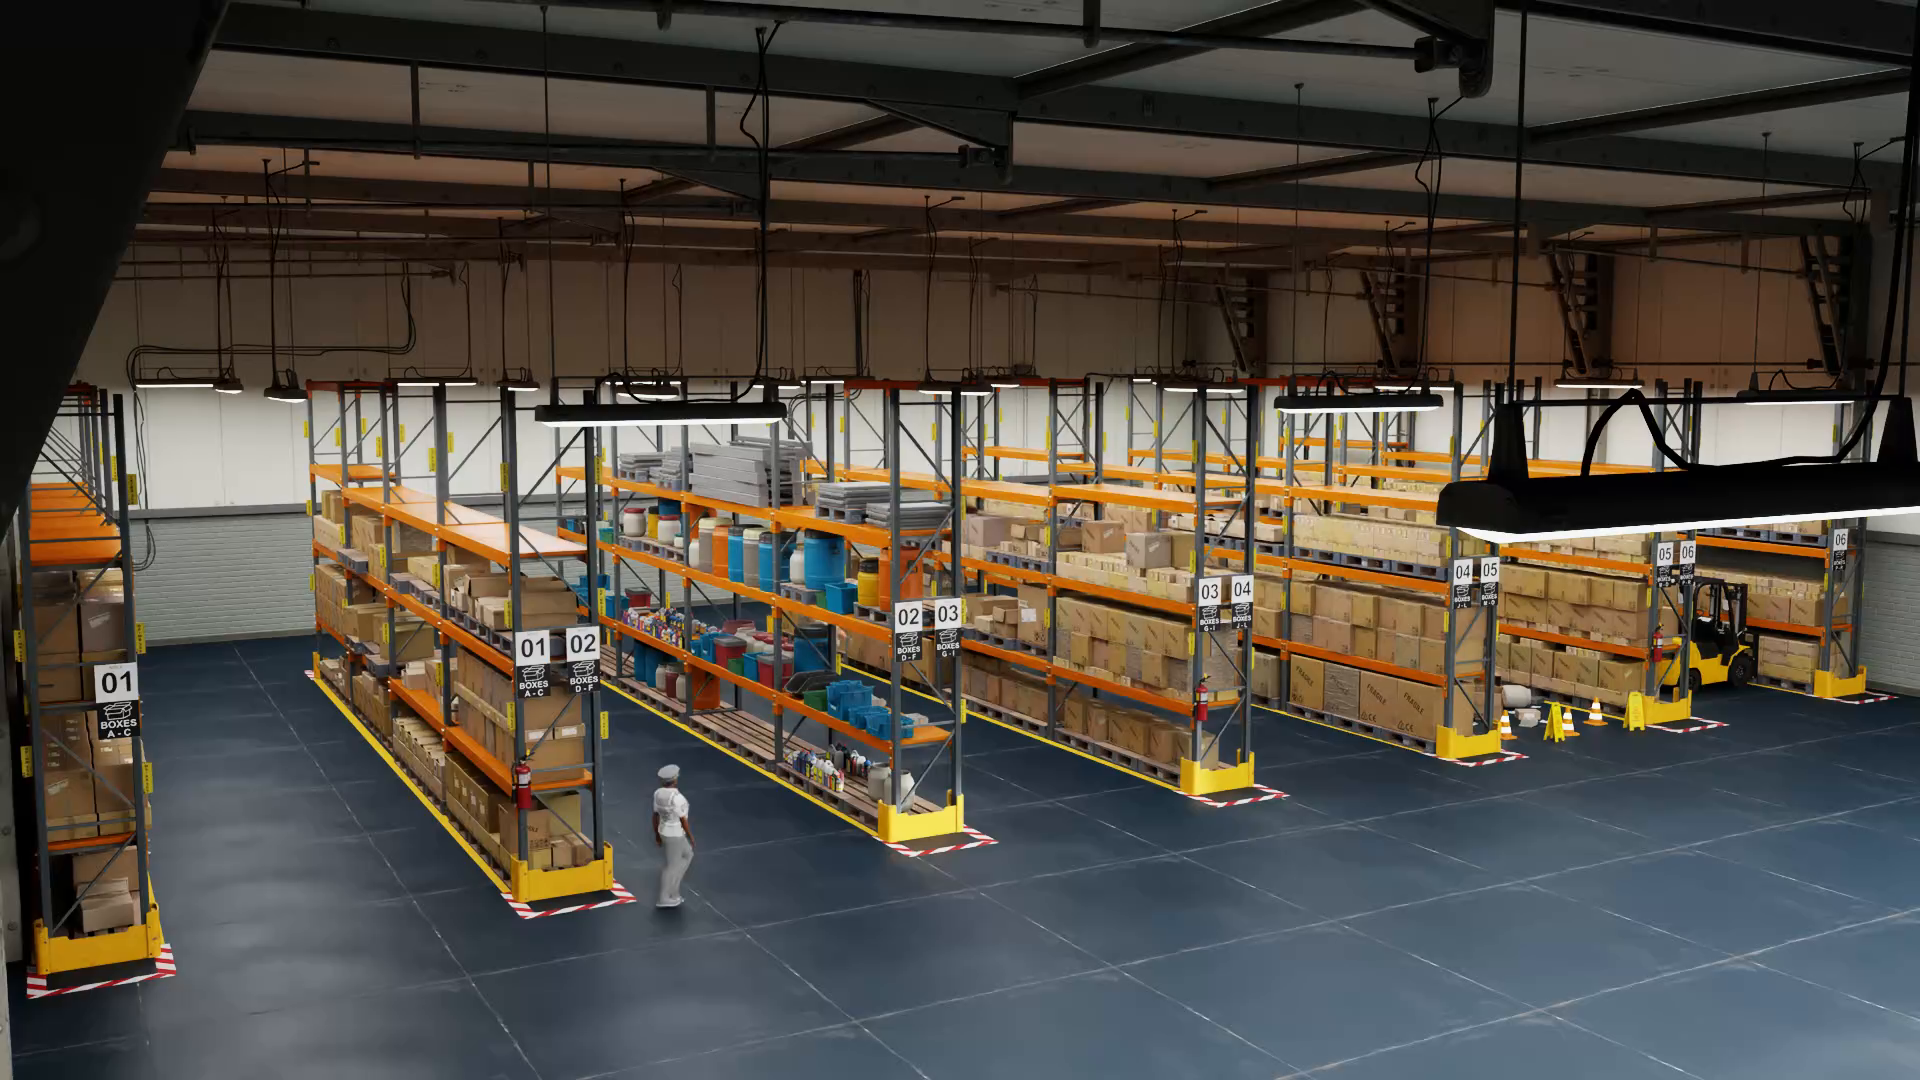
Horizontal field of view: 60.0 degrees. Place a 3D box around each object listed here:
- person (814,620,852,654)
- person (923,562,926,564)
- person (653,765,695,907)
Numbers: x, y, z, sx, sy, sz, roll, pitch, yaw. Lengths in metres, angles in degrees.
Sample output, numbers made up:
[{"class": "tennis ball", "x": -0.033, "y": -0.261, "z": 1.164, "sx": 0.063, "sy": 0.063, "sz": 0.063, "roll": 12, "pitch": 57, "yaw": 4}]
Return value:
[{"class": "person", "x": -2.520, "y": 2.083, "z": 32.173, "sx": 0.694, "sy": 1.805, "sz": 0.877, "roll": -3, "pitch": 7, "yaw": -30}, {"class": "person", "x": -1.078, "y": 1.165, "z": 40.751, "sx": 0.650, "sy": 1.668, "sz": 1.070, "roll": 4, "pitch": 7, "yaw": 32}, {"class": "person", "x": -3.305, "y": 3.451, "z": 19.312, "sx": 0.495, "sy": 1.695, "sz": 0.463, "roll": -2, "pitch": 7, "yaw": -22}]
